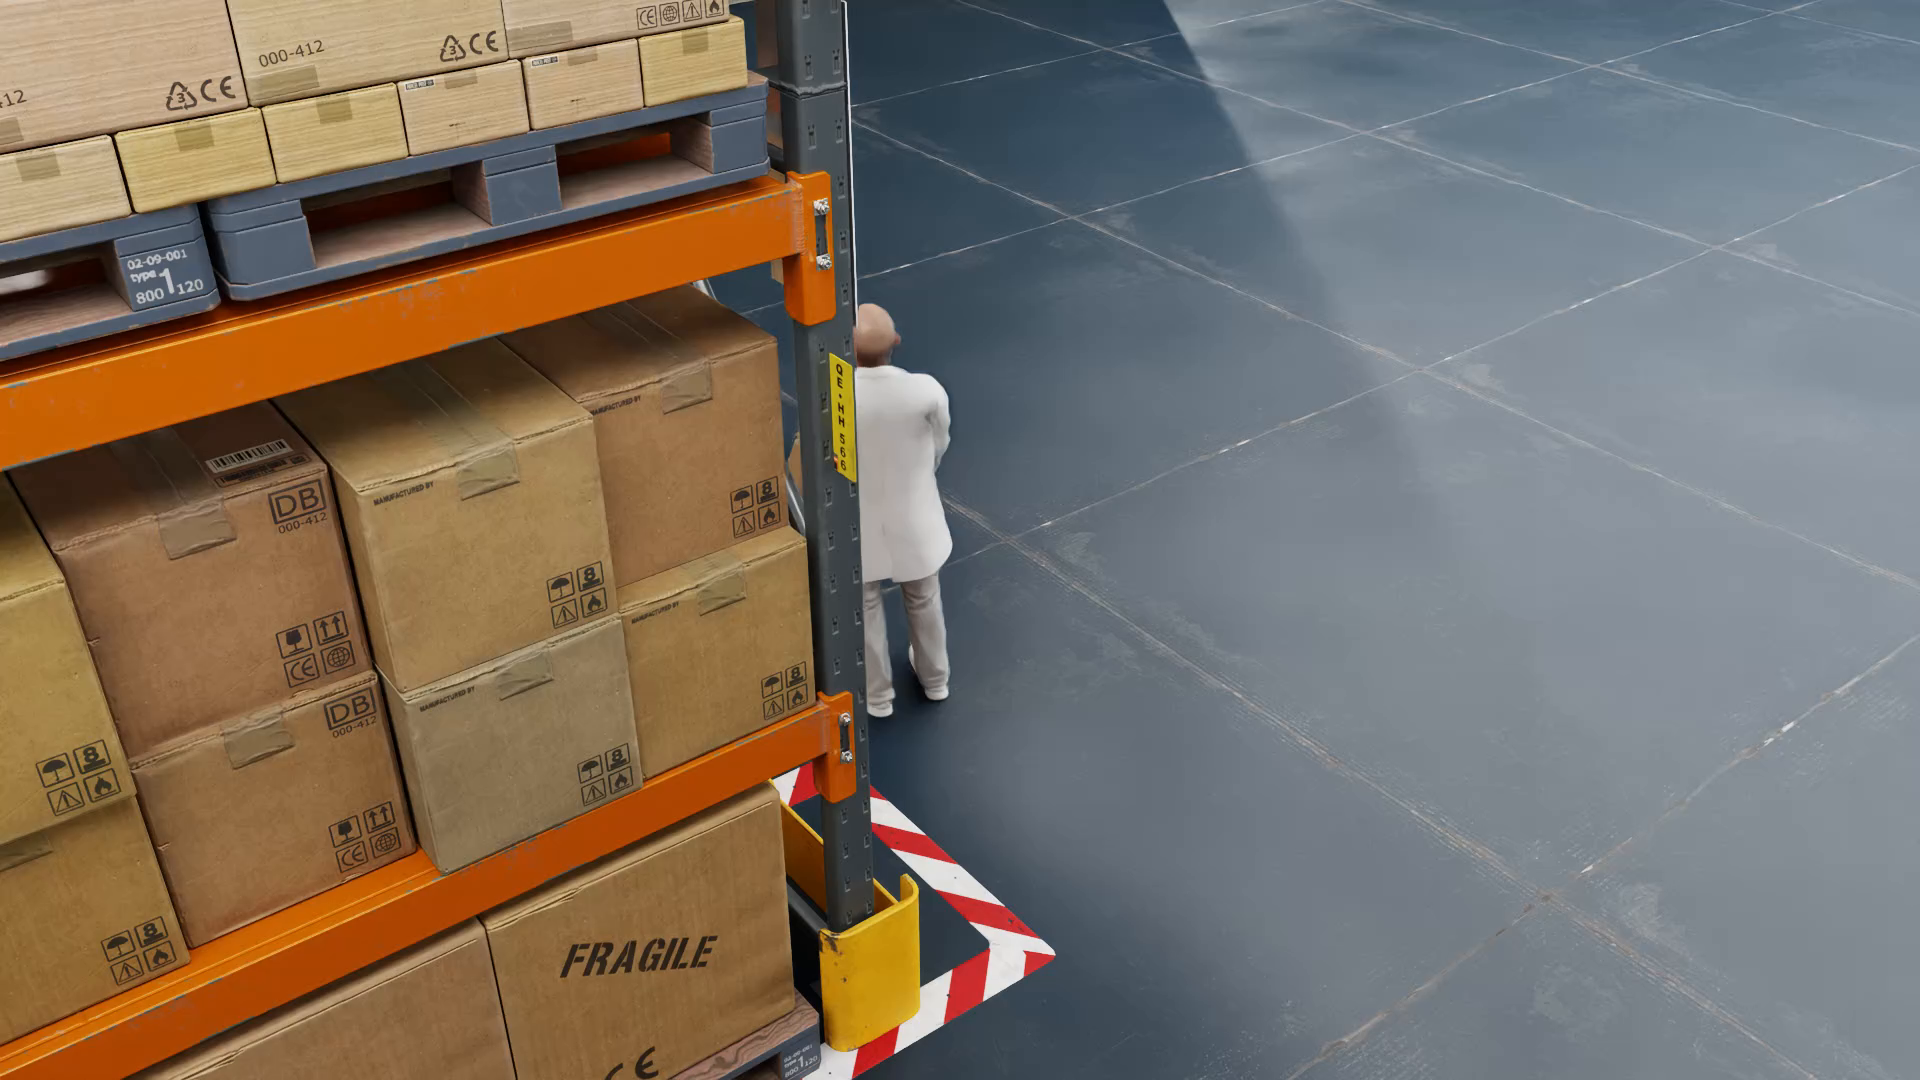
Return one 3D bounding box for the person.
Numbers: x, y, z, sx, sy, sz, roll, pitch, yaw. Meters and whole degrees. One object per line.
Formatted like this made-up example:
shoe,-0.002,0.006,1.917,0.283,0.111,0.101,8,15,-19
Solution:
person,-0.310,-0.101,6.382,0.566,1.695,0.540,-3,32,-4
